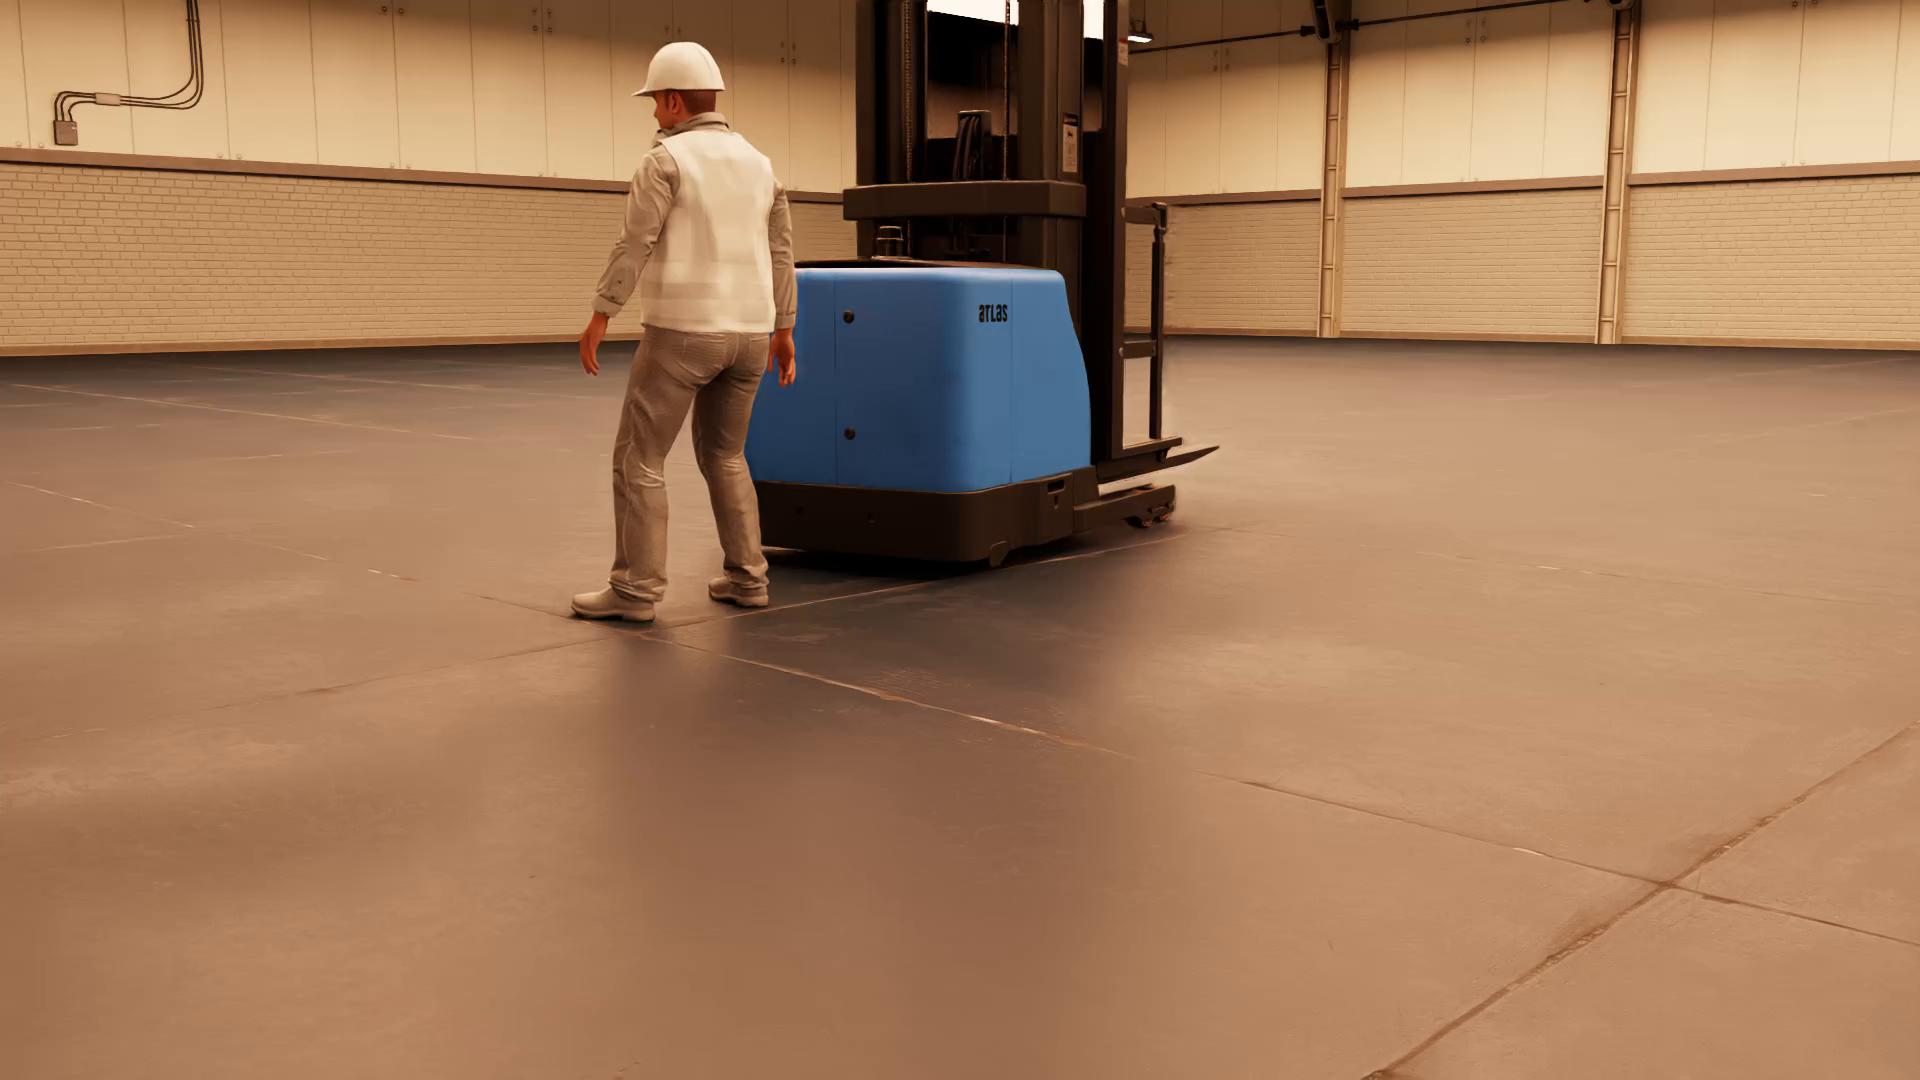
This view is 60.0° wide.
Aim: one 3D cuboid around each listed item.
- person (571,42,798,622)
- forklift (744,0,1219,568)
[{"bbox_3d":[-0.830,-0.656,5.200,0.418,1.749,0.756,7,11,40],"label":"person"},{"bbox_3d":[0.285,-1.530,7.038,1.130,2.935,3.031,5,10,28],"label":"forklift"}]
